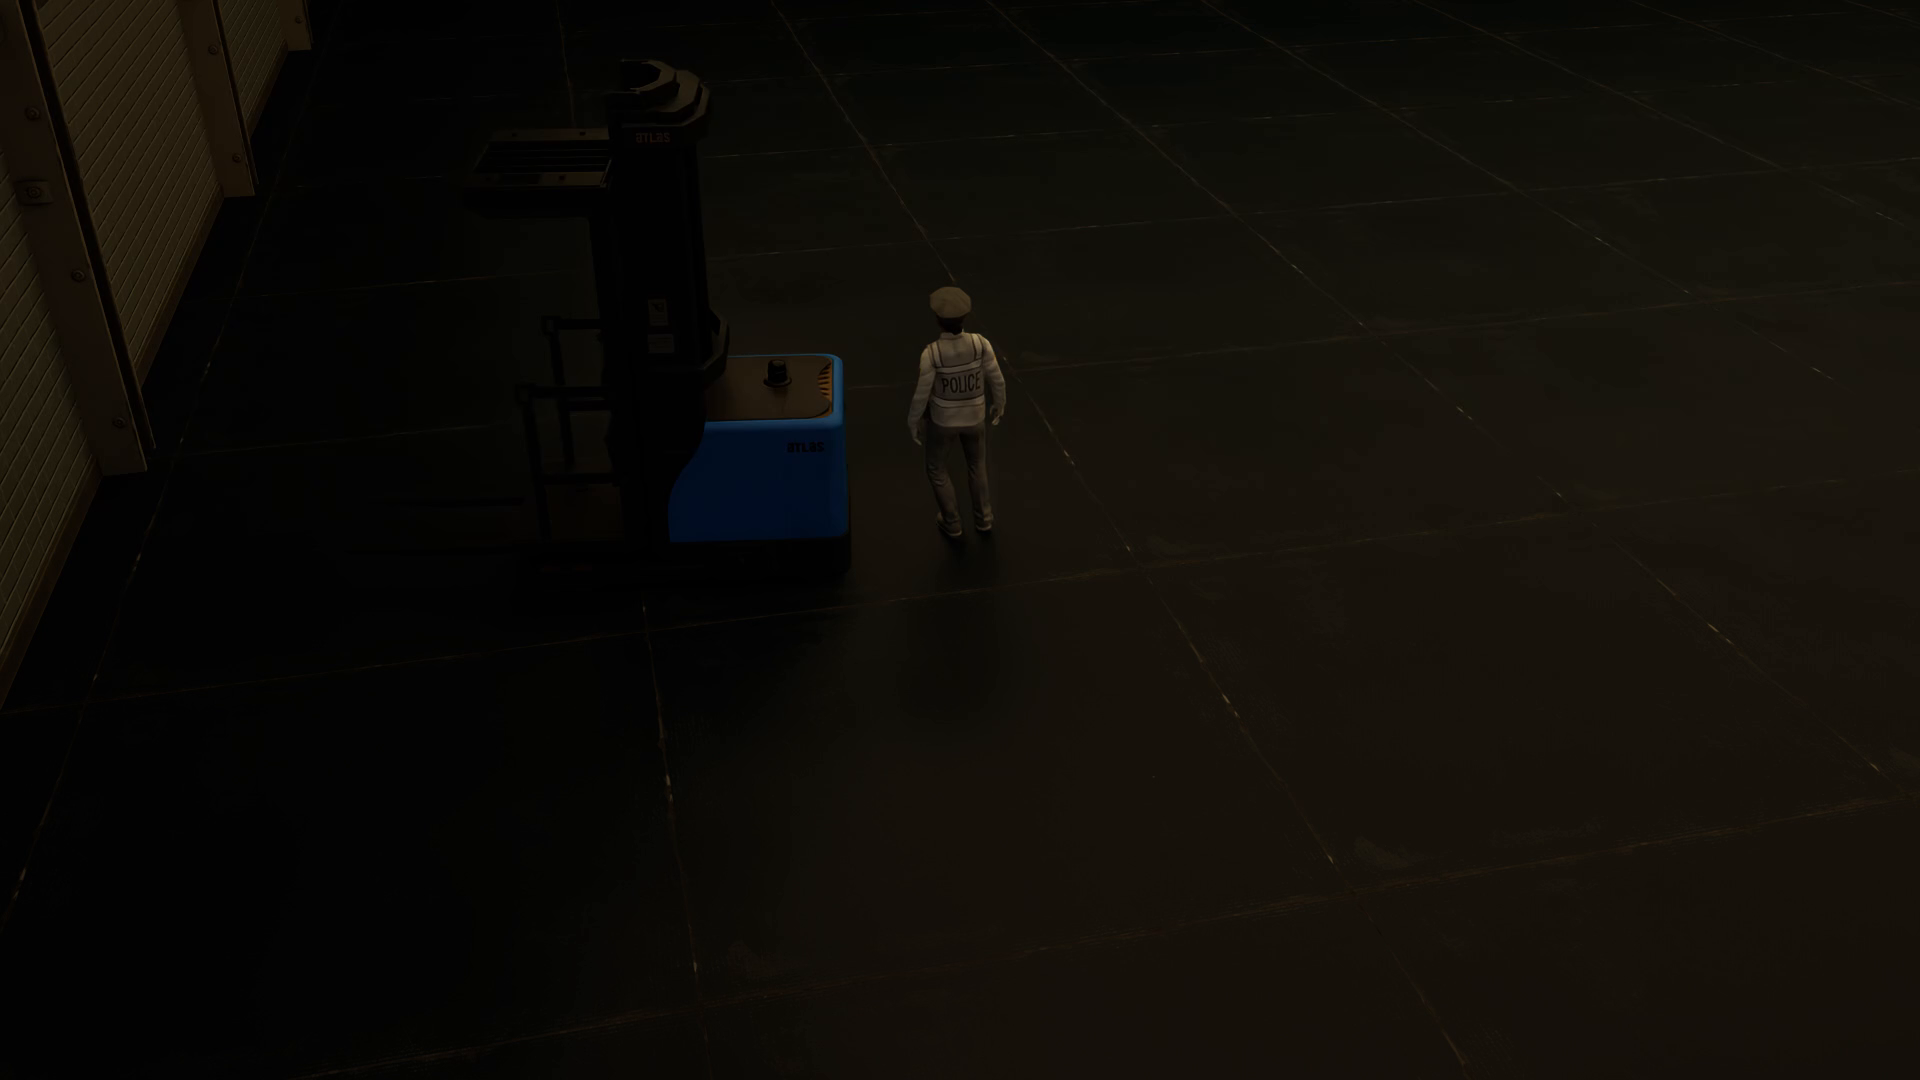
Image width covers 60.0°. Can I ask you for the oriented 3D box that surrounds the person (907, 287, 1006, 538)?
[{"bbox_3d":[-0.033,-0.766,10.162,0.636,1.672,0.438,-8,31,-14],"label":"person"}]

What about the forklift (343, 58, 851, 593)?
[{"bbox_3d":[-2.202,-1.225,9.691,3.031,2.935,1.130,-2,30,-3],"label":"forklift"}]
